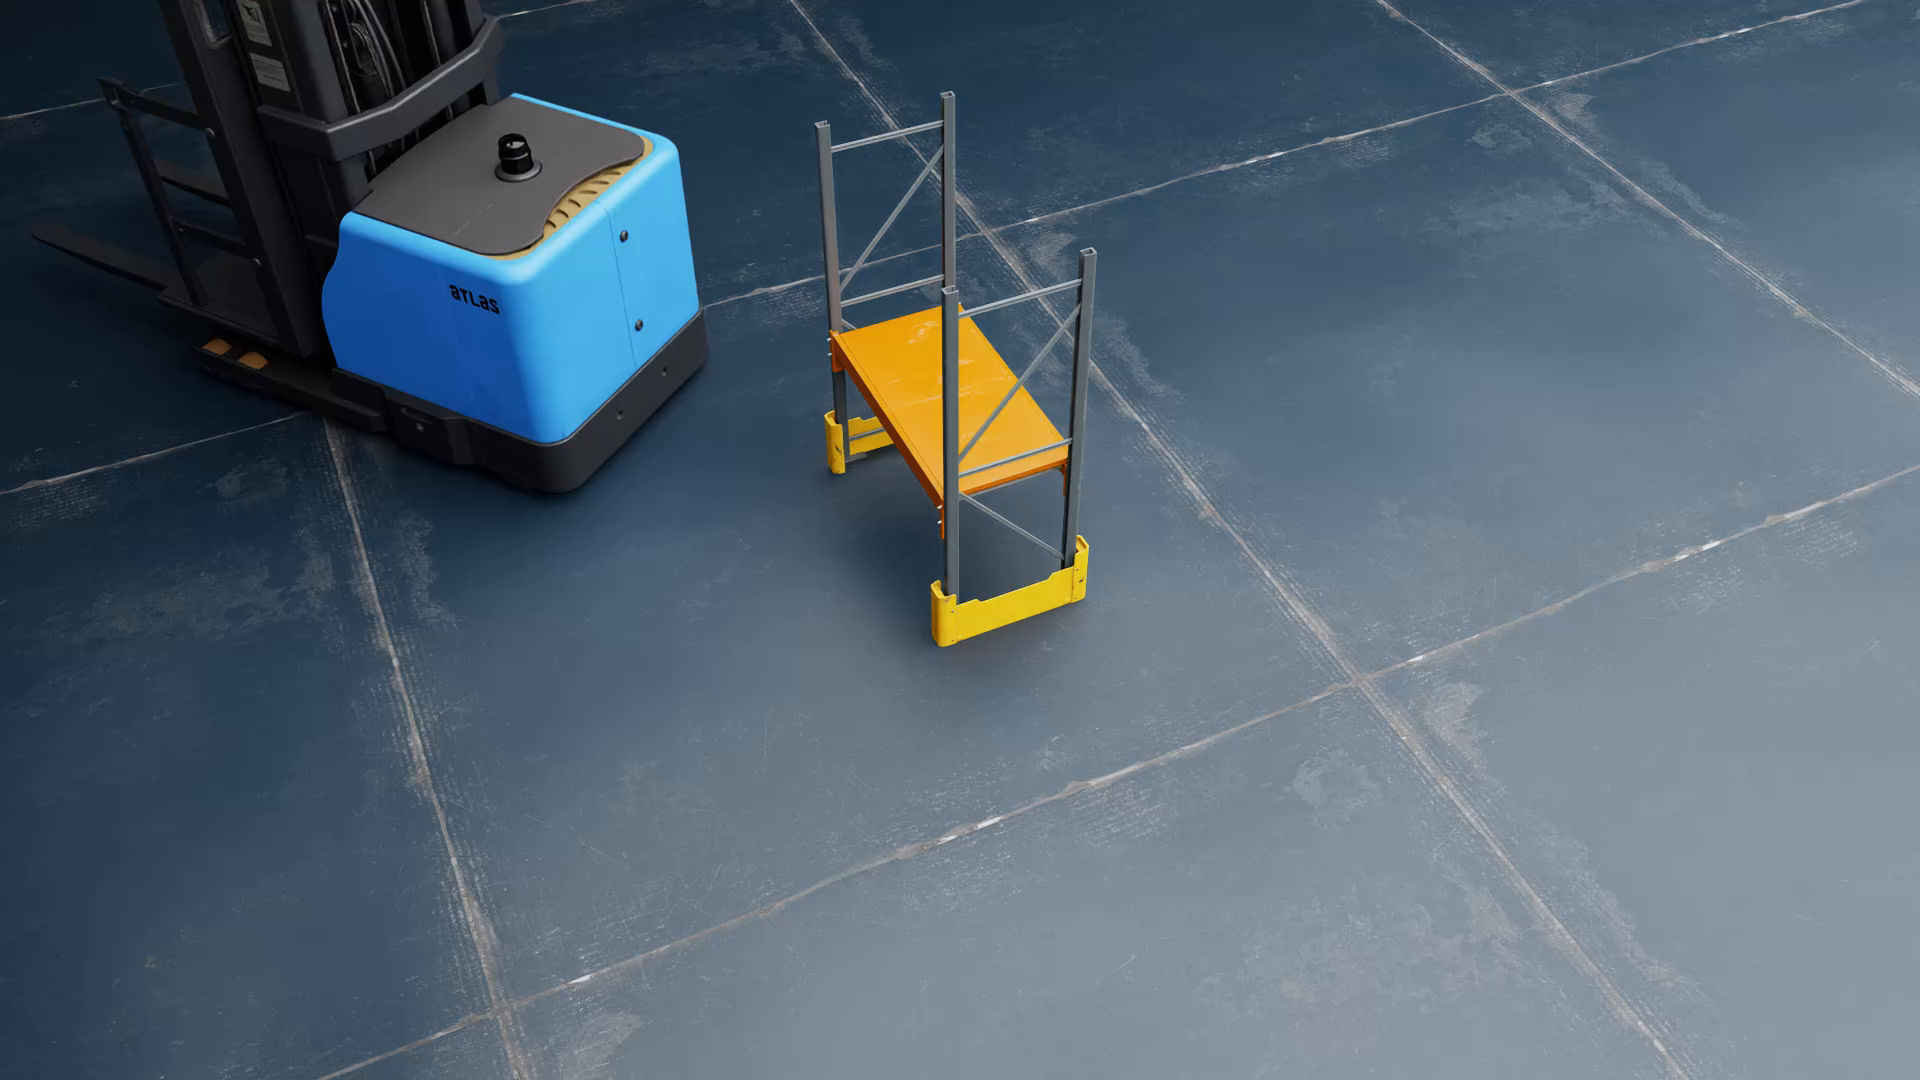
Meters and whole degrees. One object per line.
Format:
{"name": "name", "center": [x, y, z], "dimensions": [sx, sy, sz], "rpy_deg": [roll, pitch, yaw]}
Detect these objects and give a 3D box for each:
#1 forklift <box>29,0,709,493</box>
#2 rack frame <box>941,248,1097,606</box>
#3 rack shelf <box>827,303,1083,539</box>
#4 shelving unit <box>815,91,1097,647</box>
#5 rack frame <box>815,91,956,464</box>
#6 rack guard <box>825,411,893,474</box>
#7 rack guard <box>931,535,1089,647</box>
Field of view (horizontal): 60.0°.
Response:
{"name": "forklift", "center": [-2.596, -1.960, 6.150], "dimensions": [3.031, 2.935, 1.130], "rpy_deg": [20, 48, 19]}
{"name": "rack frame", "center": [0.178, -0.264, 5.450], "dimensions": [0.500, 1.500, 0.032], "rpy_deg": [-18, 47, -17]}
{"name": "rack shelf", "center": [-0.036, -0.460, 5.905], "dimensions": [0.538, 0.185, 1.000], "rpy_deg": [-18, 47, -17]}
{"name": "shelving unit", "center": [-0.032, -0.582, 5.772], "dimensions": [0.587, 1.500, 1.083], "rpy_deg": [-18, 47, -17]}
{"name": "rack frame", "center": [-0.250, -0.912, 6.107], "dimensions": [0.500, 1.500, 0.032], "rpy_deg": [-18, 47, -17]}
{"name": "rack guard", "center": [-0.241, -0.455, 6.533], "dimensions": [0.587, 0.250, 0.087], "rpy_deg": [-18, 47, -17]}
{"name": "rack guard", "center": [0.177, 0.180, 5.890], "dimensions": [0.587, 0.250, 0.087], "rpy_deg": [-18, 47, -17]}
